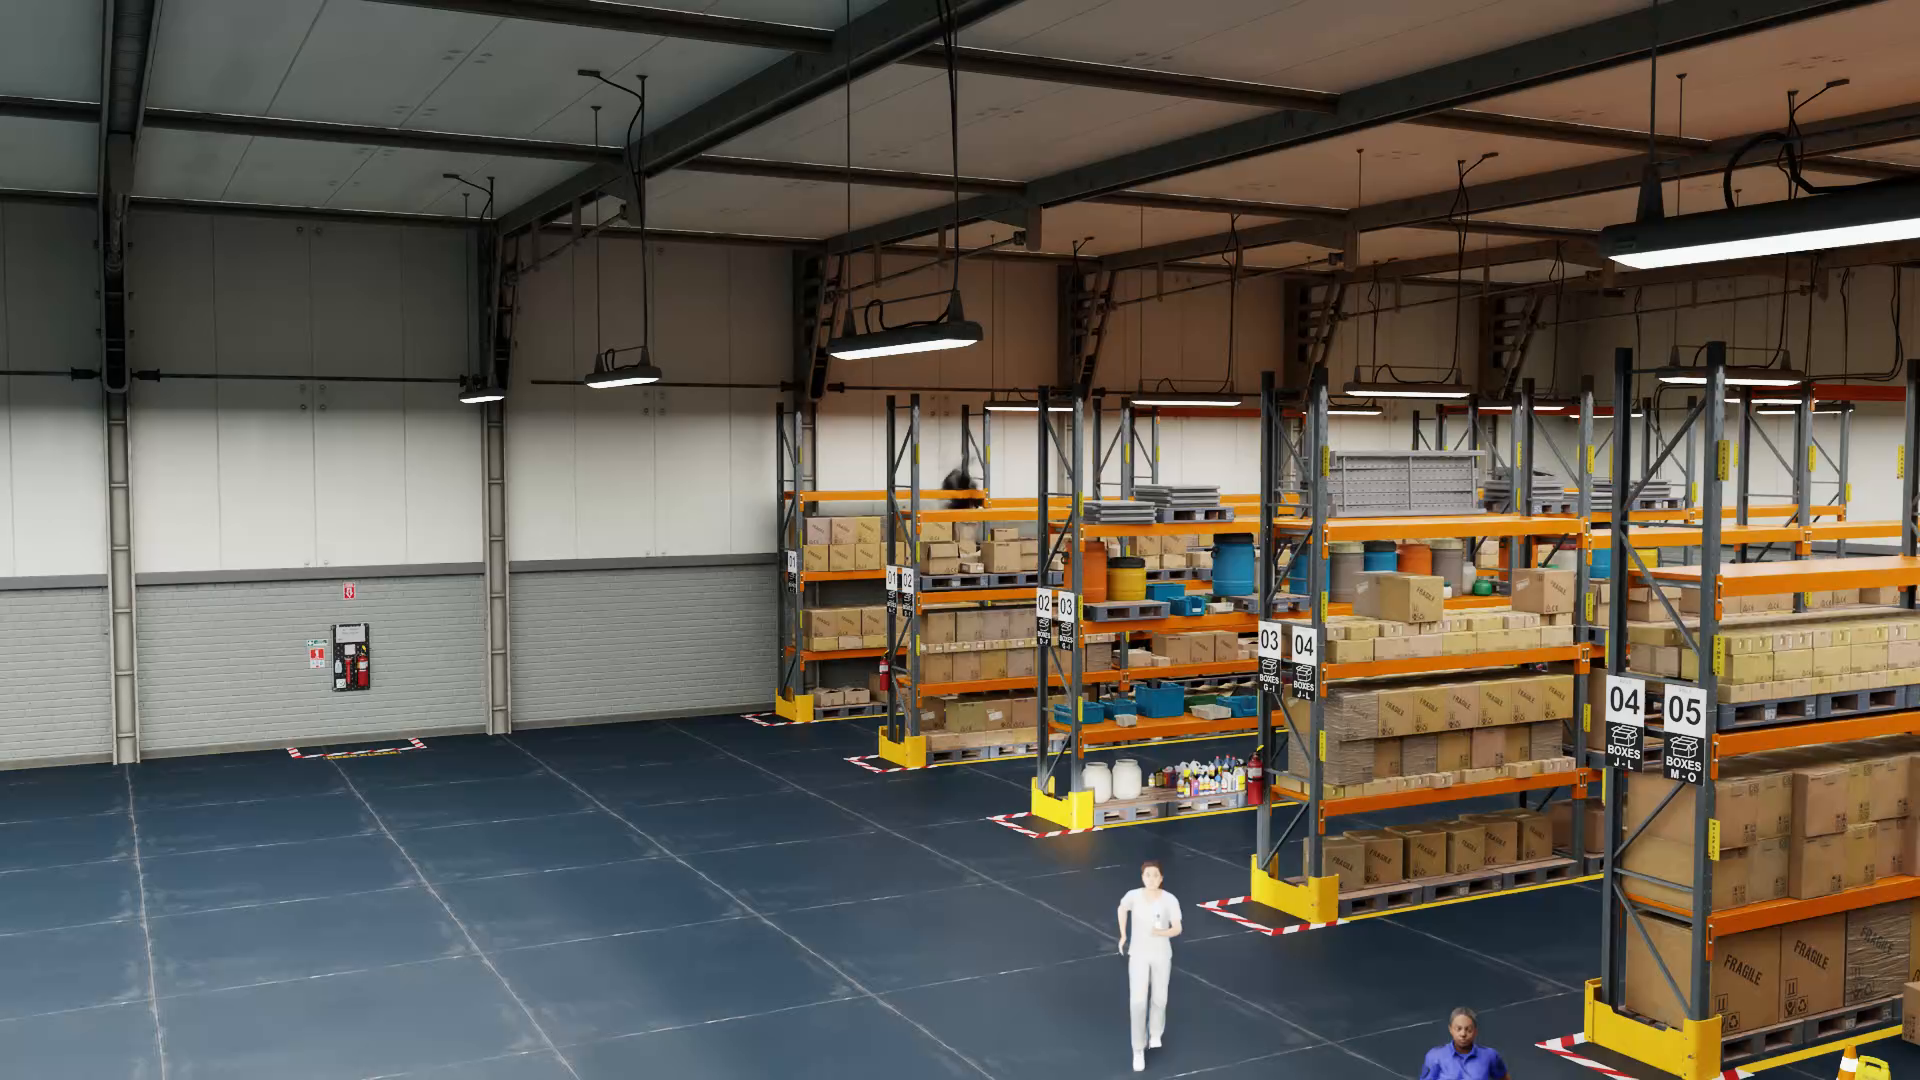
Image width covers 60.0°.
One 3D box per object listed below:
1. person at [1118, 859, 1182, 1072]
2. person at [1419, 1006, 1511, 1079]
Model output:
[{"bbox_3d":[1.592,3.536,13.965,0.533,1.721,0.746,0,3,6],"label":"person"},{"bbox_3d":[3.120,3.755,10.323,0.556,1.715,0.714,1,3,18],"label":"person"}]
